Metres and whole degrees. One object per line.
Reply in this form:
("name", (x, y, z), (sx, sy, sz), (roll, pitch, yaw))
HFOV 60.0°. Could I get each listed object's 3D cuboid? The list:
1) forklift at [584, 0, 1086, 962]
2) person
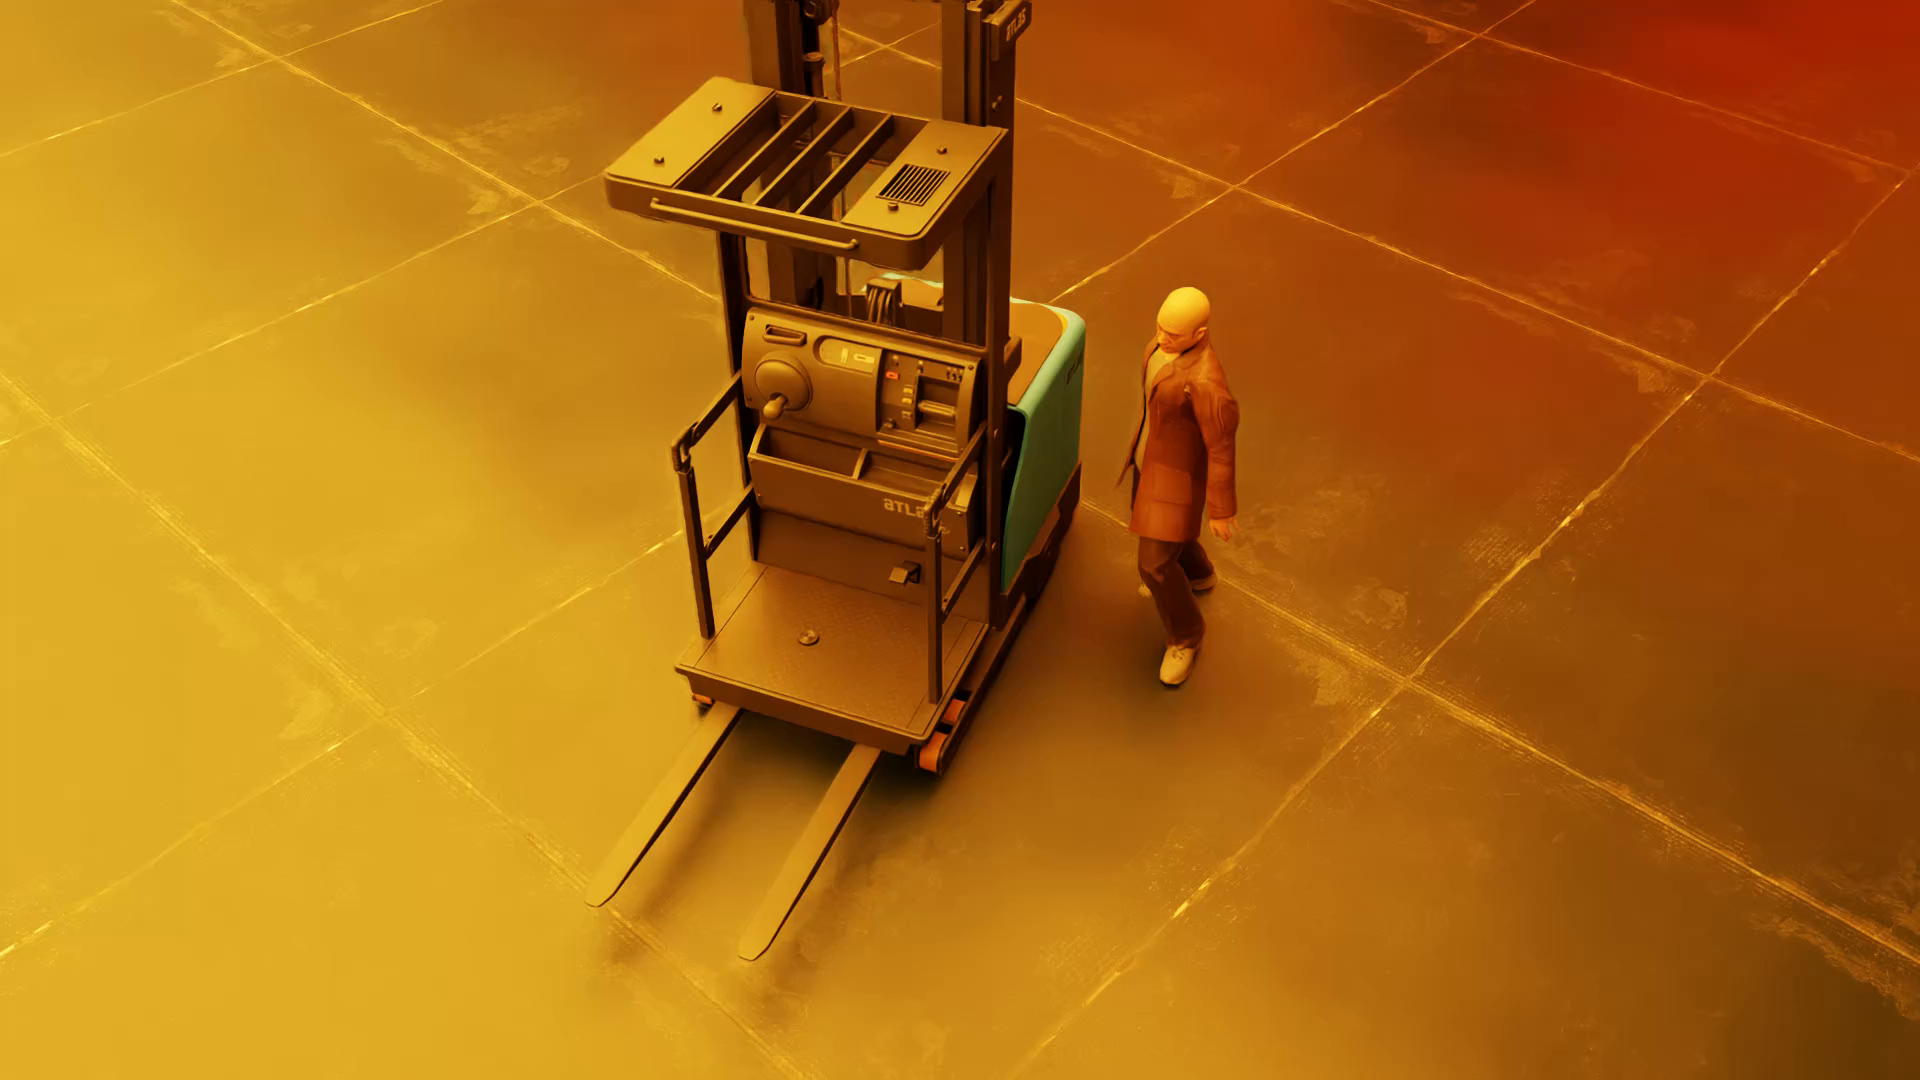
("forklift", (-0.456, -0.504, 6.016), (1.130, 2.935, 3.031), (14, 43, 16))
("person", (0.909, -0.320, 6.765), (0.529, 1.753, 0.931), (-5, 41, -6))
